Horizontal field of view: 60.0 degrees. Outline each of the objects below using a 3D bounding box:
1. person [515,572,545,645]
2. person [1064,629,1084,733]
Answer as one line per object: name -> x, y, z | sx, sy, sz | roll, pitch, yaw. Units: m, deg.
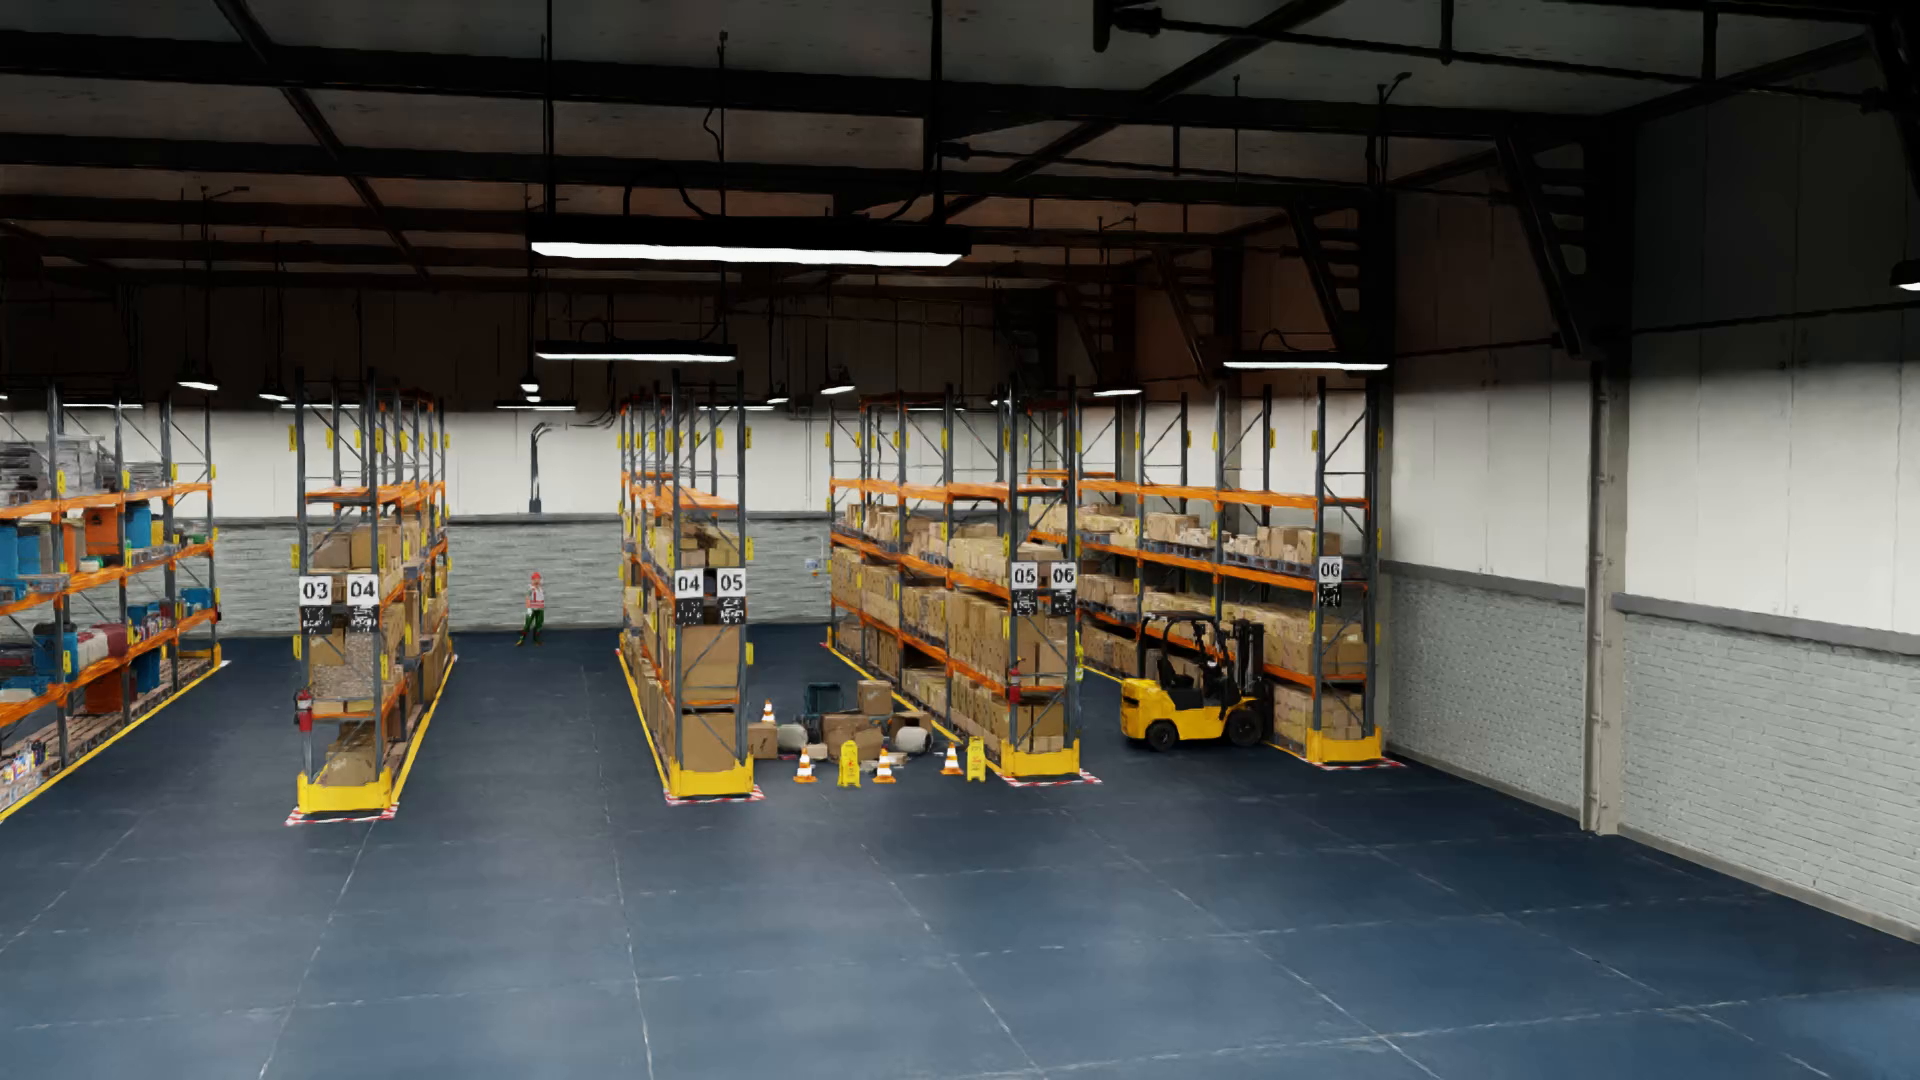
person -> -10.519, 1.689, 40.703 | 0.500, 1.784, 0.729 | 2, 4, 34
person -> 1.888, 2.402, 28.523 | 0.502, 1.764, 0.624 | 1, 4, 17
